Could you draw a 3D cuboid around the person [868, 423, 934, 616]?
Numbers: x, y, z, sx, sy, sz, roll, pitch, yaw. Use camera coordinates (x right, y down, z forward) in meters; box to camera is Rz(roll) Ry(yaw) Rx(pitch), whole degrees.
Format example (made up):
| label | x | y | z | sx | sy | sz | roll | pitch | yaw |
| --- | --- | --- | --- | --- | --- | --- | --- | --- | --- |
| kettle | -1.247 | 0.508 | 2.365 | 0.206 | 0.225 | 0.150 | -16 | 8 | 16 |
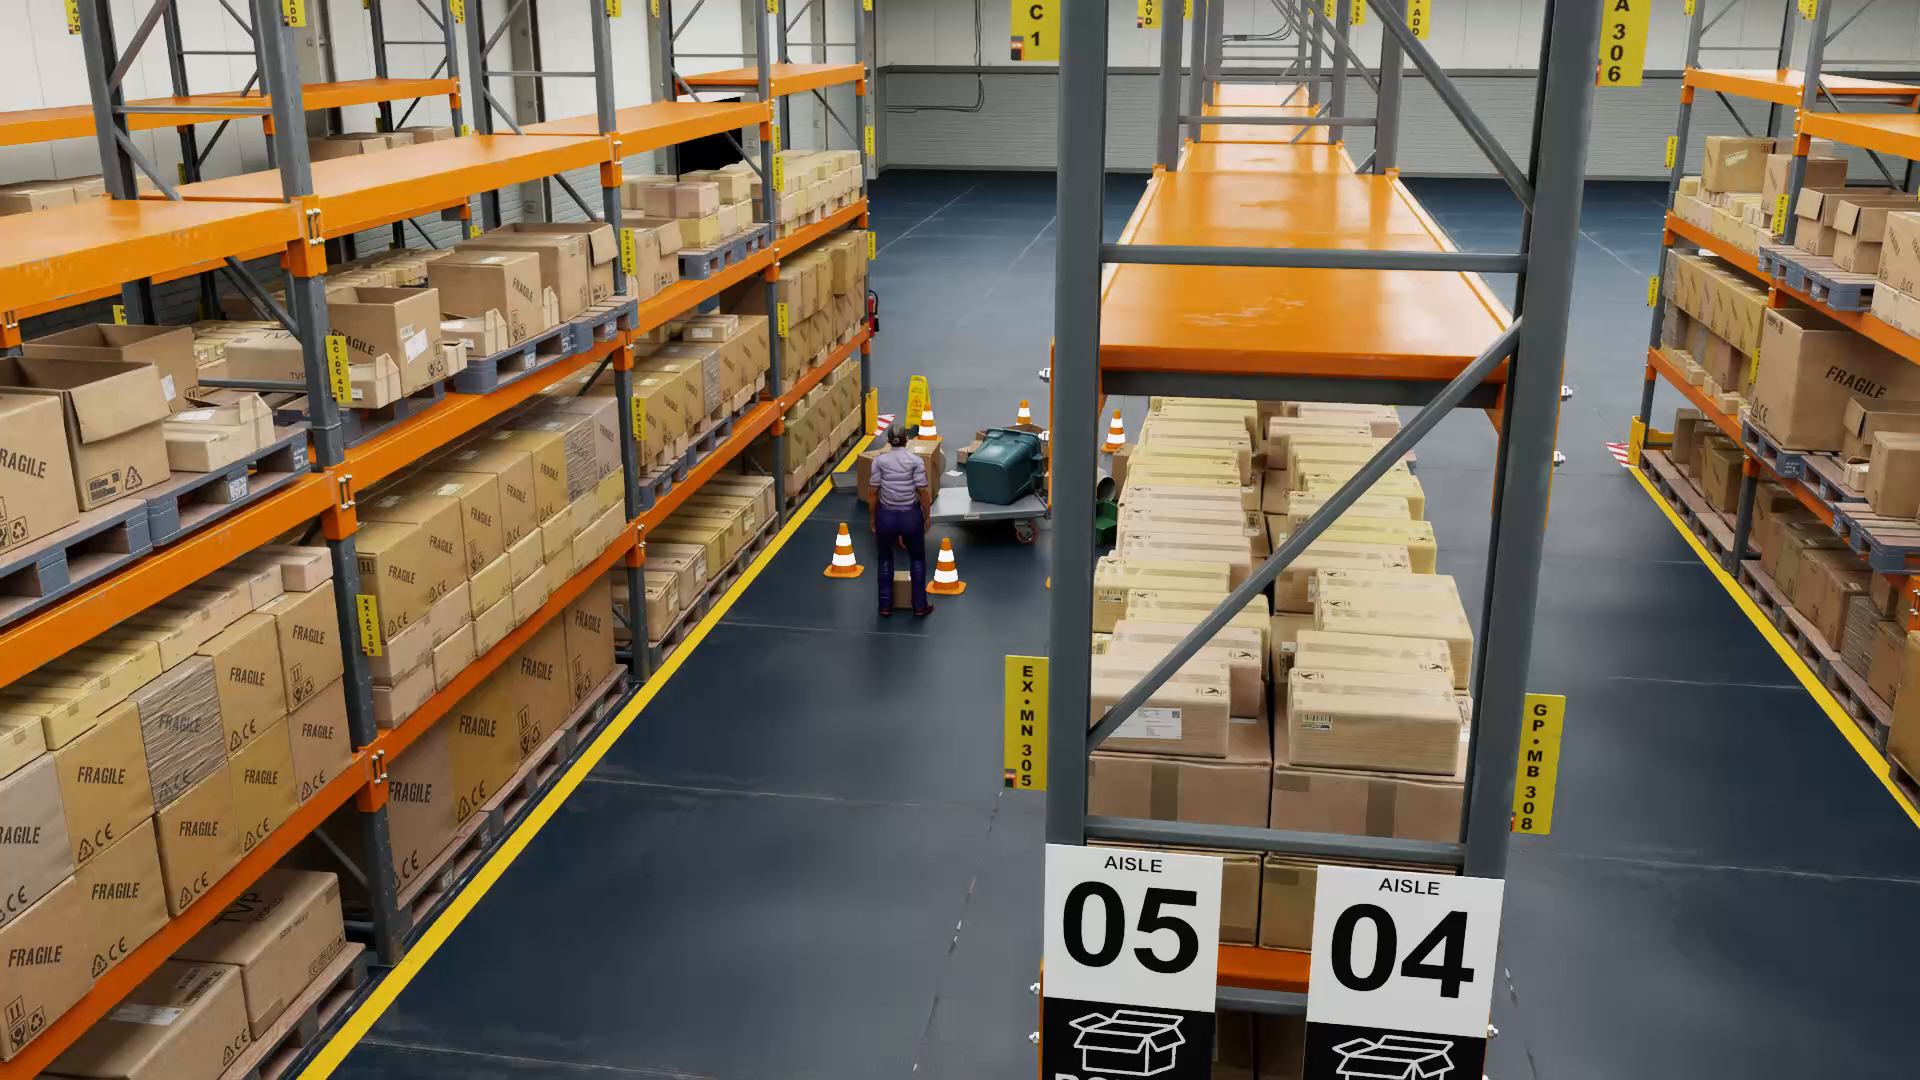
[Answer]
| label | x | y | z | sx | sy | sz | roll | pitch | yaw |
| --- | --- | --- | --- | --- | --- | --- | --- | --- | --- |
| person | -0.501 | -0.162 | 14.002 | 0.537 | 1.651 | 0.372 | 1 | 18 | 5 |
